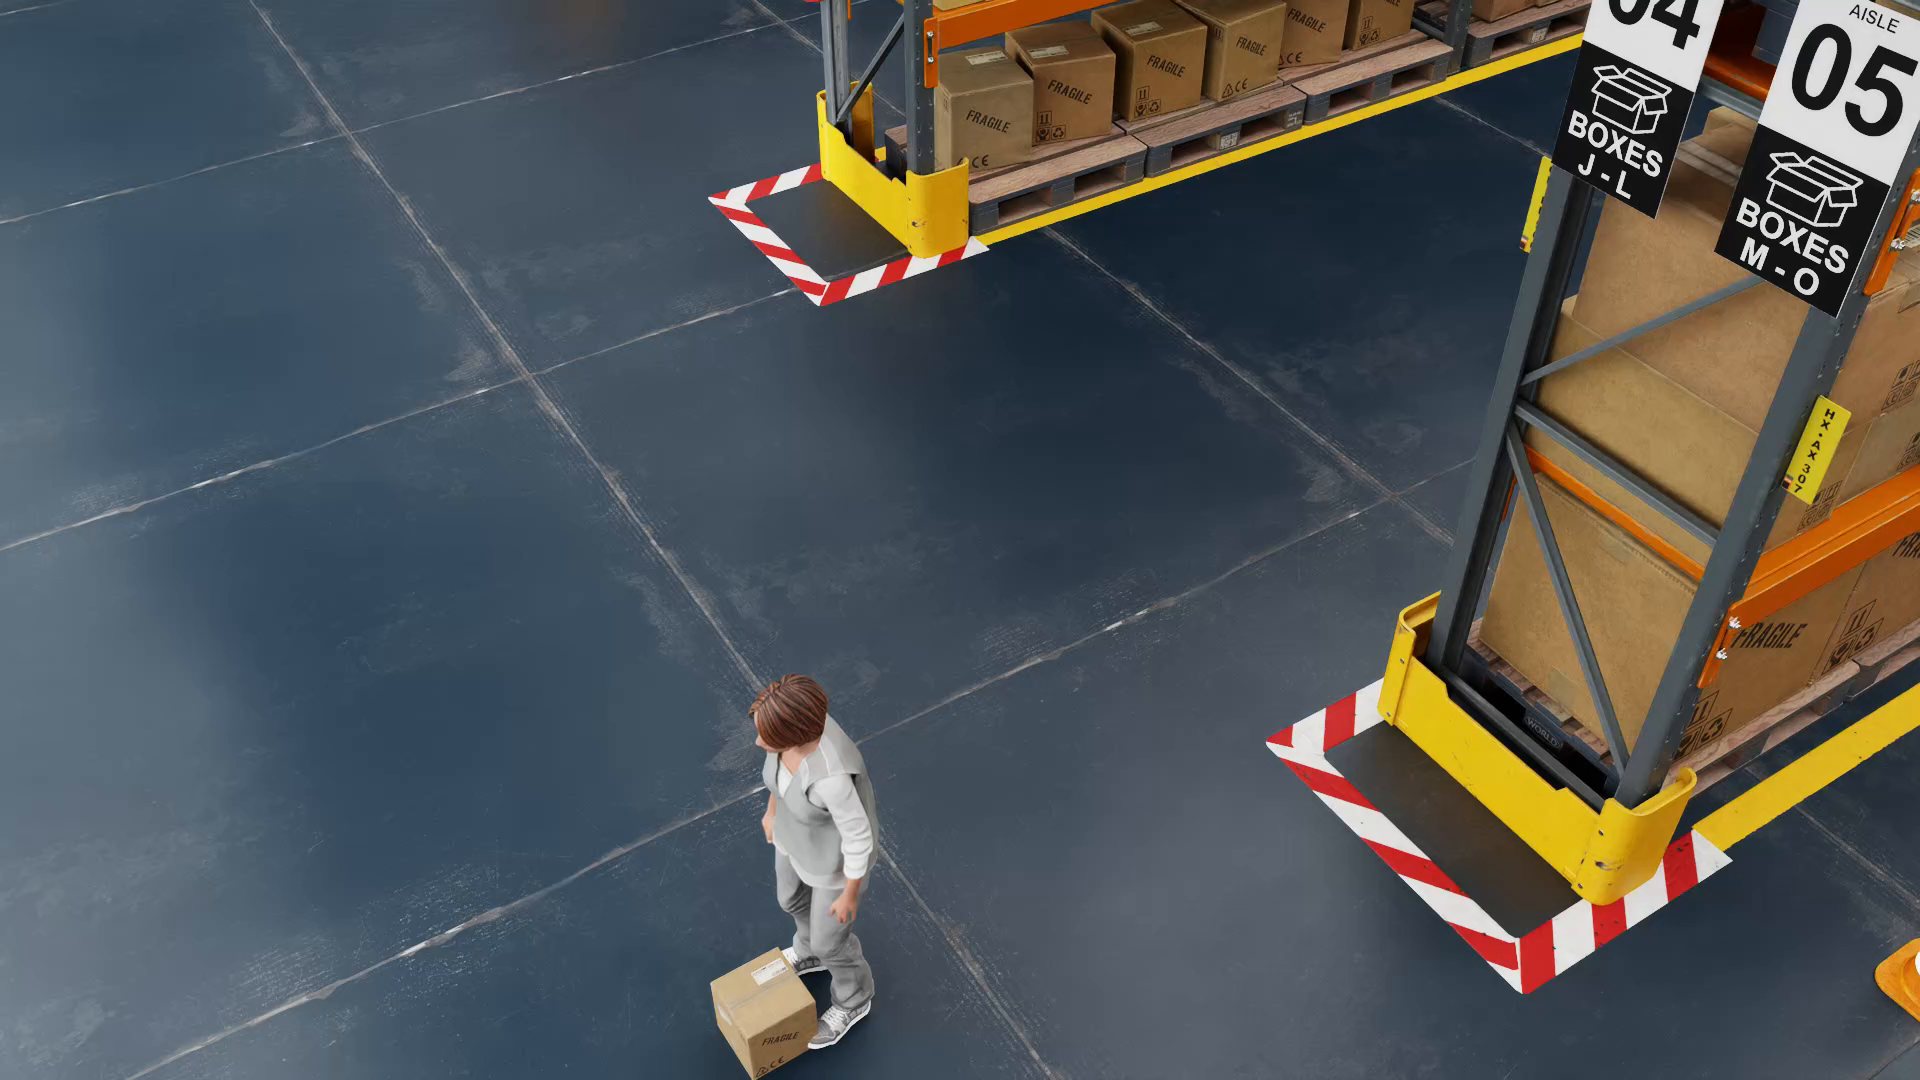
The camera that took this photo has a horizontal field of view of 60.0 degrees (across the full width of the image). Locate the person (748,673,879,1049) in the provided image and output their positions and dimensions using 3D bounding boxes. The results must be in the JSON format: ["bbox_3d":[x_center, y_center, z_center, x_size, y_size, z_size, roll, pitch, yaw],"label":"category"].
[{"bbox_3d":[-0.438,0.959,5.086,0.342,1.582,0.485,-25,47,-26],"label":"person"}]
